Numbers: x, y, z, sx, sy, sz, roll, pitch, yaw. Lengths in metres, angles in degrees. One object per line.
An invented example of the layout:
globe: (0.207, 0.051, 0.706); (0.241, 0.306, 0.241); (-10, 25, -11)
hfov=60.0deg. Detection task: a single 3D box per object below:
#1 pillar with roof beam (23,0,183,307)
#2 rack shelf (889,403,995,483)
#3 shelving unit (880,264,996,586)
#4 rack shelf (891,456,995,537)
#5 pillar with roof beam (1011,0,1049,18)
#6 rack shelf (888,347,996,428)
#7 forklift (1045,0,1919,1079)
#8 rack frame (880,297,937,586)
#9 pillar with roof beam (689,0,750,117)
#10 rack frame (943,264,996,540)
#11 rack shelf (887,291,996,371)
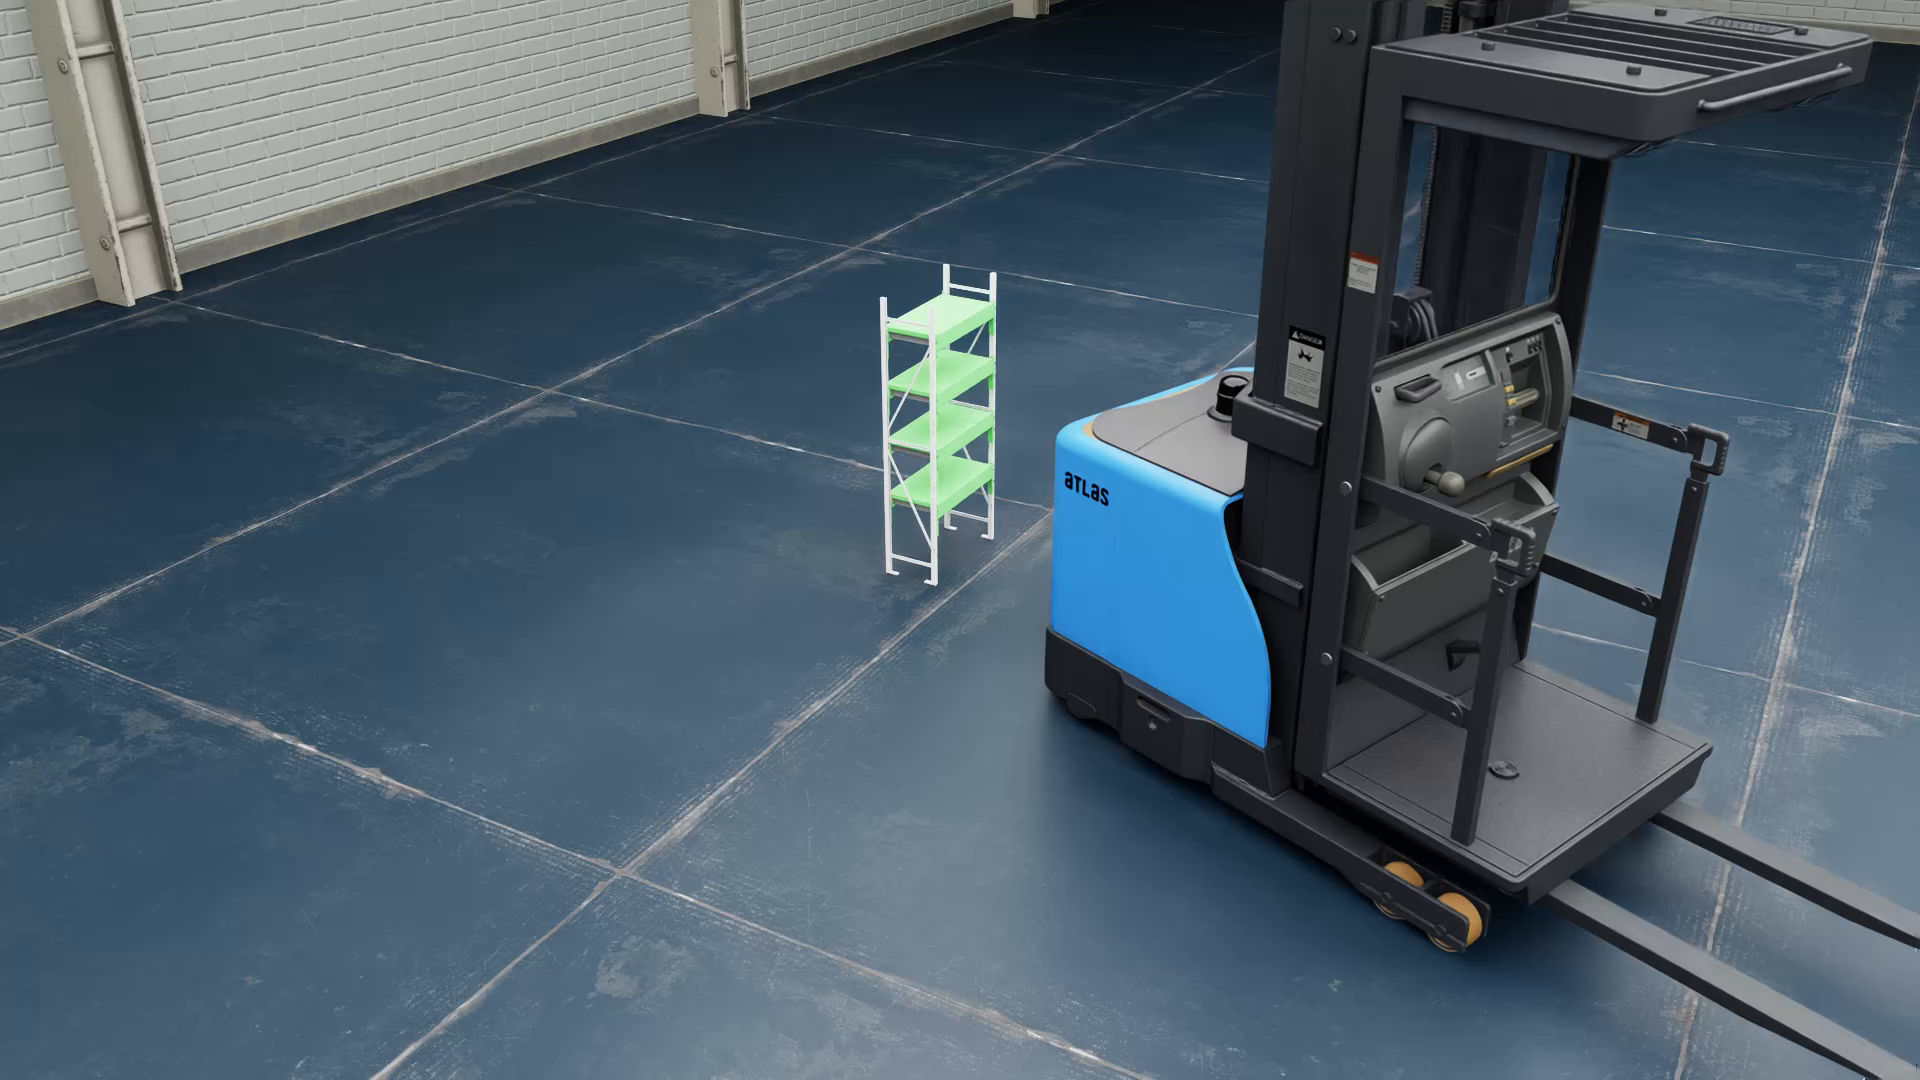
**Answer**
pillar with roof beam: (-1.329, -4.600, 6.386); (9.100, 9.000, 0.400); (14, 30, 26)
rack shelf: (-0.081, -0.415, 6.881); (0.258, 0.148, 0.480); (14, 30, 26)
shelving unit: (-0.081, -0.472, 6.853); (0.258, 1.200, 0.503); (14, 30, 26)
rack shelf: (-0.081, -0.200, 6.989); (0.258, 0.148, 0.480); (14, 30, 26)
pillar with roof beam: (4.574, -9.277, 15.729); (9.100, 9.000, 0.400); (14, 30, 26)
rack shelf: (-0.081, -0.629, 6.774); (0.258, 0.148, 0.480); (14, 30, 26)
forklift: (1.639, -0.366, 4.706); (1.130, 2.935, 3.031); (-21, 33, -35)
rack frame: (-0.201, -0.377, 6.663); (0.240, 1.200, 0.015); (14, 30, 26)
pillar with roof beam: (1.623, -6.938, 11.058); (9.100, 9.000, 0.400); (14, 30, 26)
rack frame: (0.039, -0.567, 7.043); (0.240, 1.200, 0.015); (14, 30, 26)
rack shelf: (-0.081, -0.844, 6.666); (0.258, 0.148, 0.480); (14, 30, 26)
